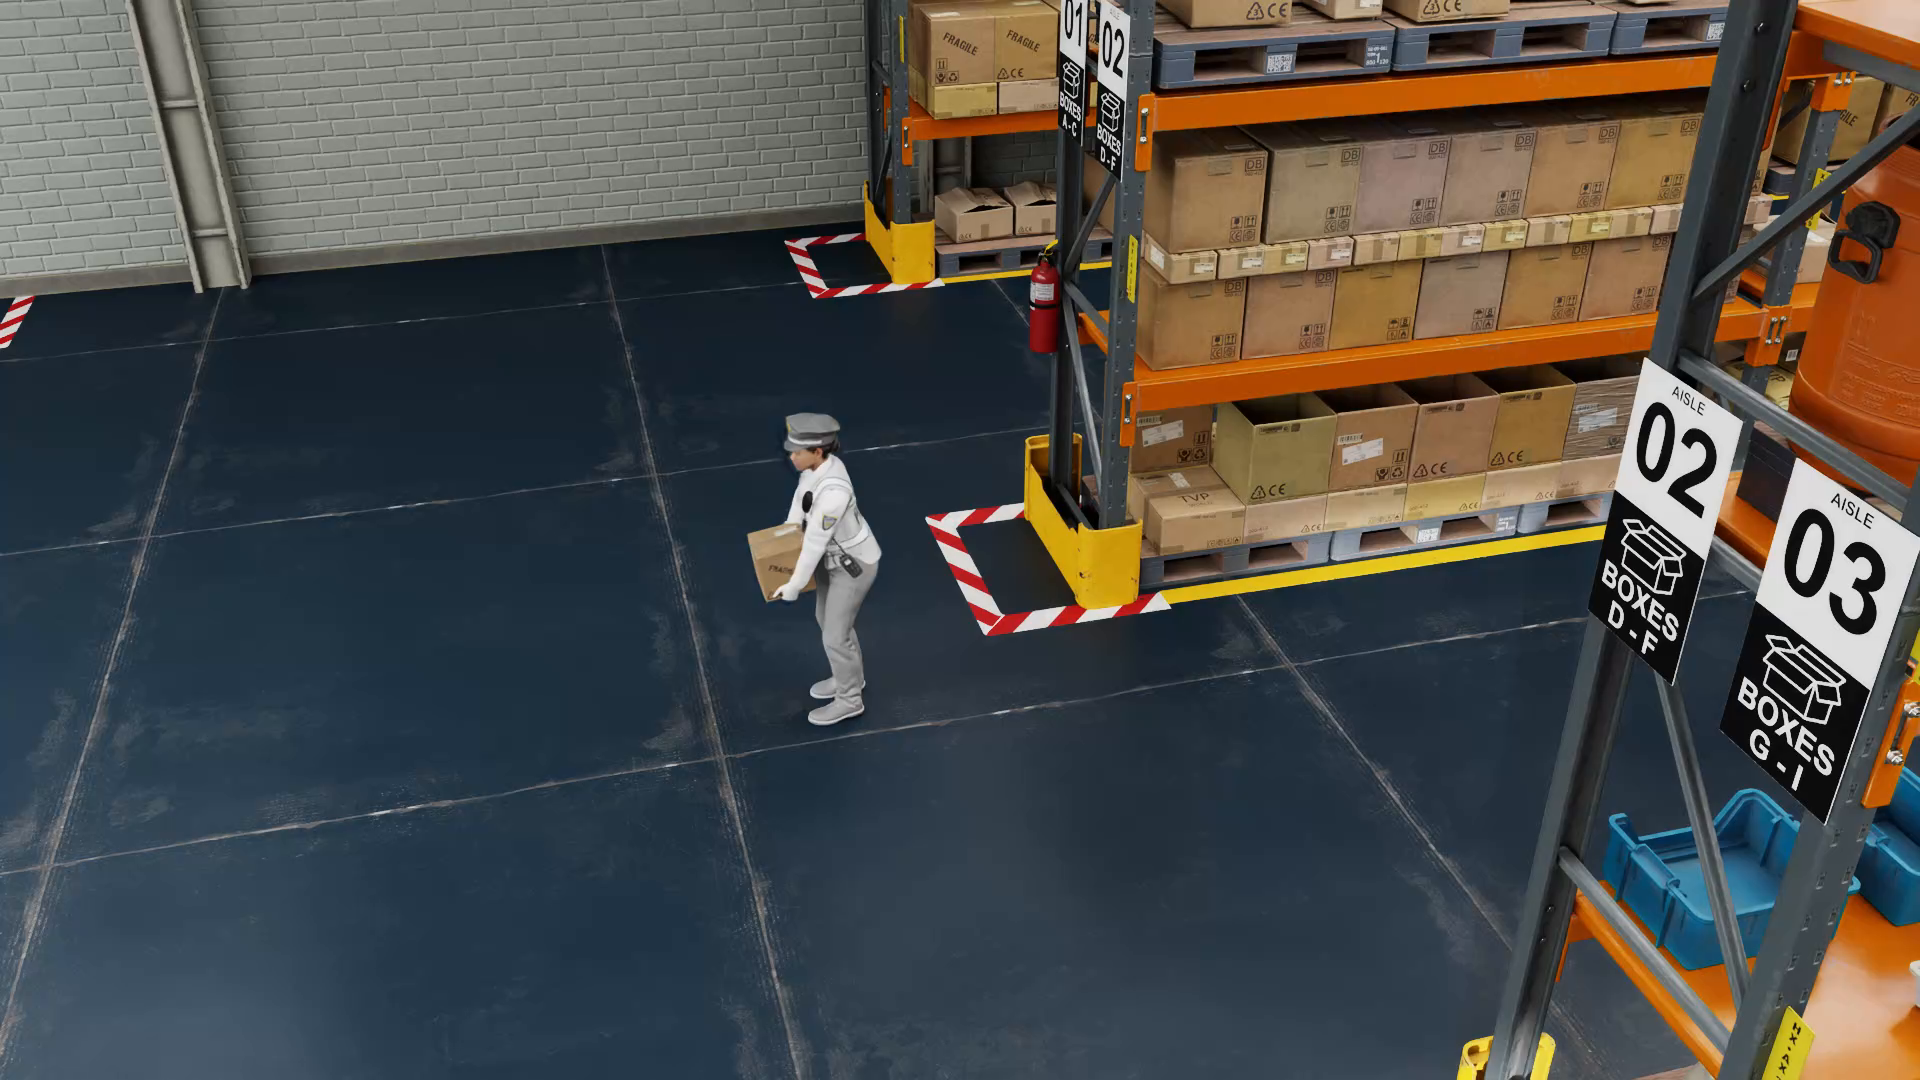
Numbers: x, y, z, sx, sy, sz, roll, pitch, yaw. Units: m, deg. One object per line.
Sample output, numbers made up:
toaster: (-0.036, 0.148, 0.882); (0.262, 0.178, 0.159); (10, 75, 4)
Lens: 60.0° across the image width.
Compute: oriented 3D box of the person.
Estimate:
person: (-0.655, 0.143, 8.013); (0.549, 1.648, 0.415); (-8, 31, -14)
